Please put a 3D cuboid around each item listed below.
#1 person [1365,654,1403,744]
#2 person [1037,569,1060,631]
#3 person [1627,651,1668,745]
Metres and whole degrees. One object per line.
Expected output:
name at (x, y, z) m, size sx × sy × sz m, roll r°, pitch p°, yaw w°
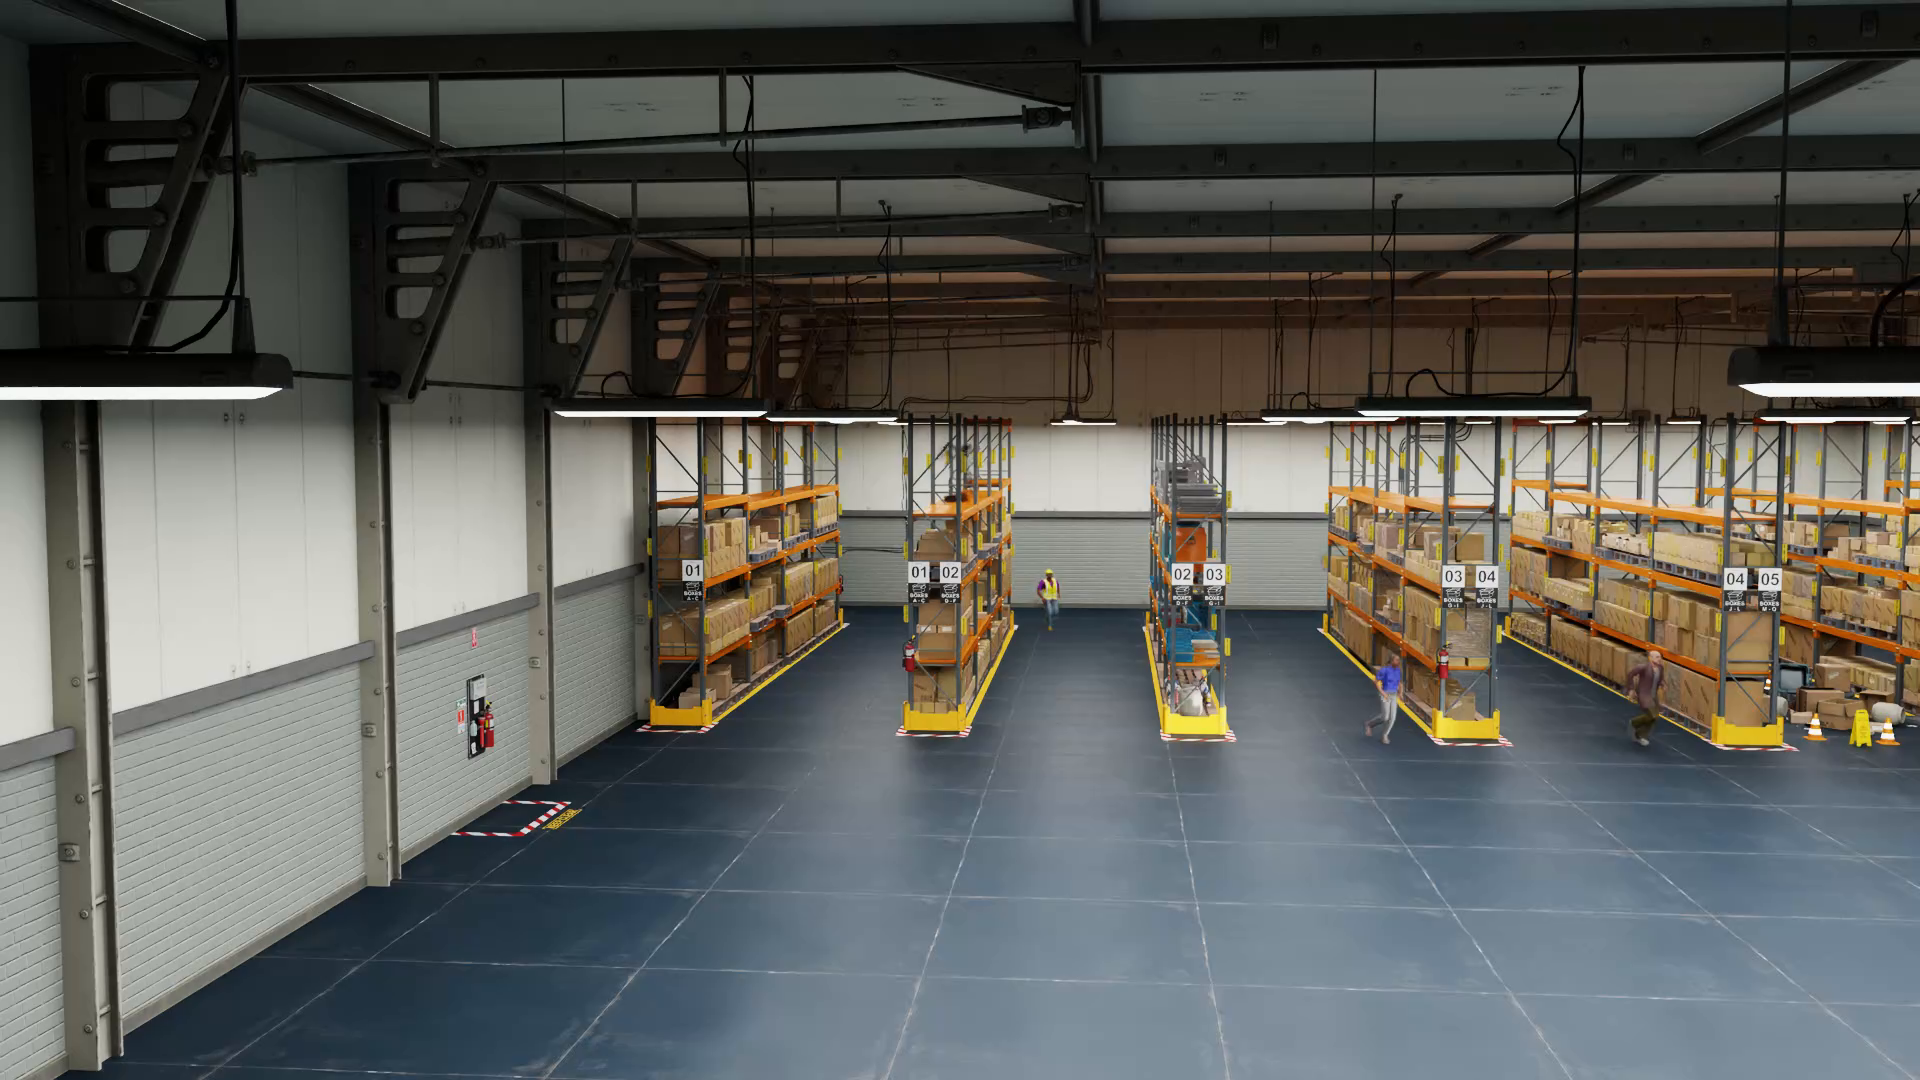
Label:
person at (7.833, 2.886, 30.511) m, size 0.638 × 1.613 × 0.589 m, roll -2°, pitch 4°, yaw -28°
person at (2.555, 1.696, 47.174) m, size 0.731 × 1.727 × 0.534 m, roll -2°, pitch 4°, yaw -26°
person at (12.457, 2.840, 30.057) m, size 0.683 × 1.716 × 0.695 m, roll -2°, pitch 4°, yaw -28°
